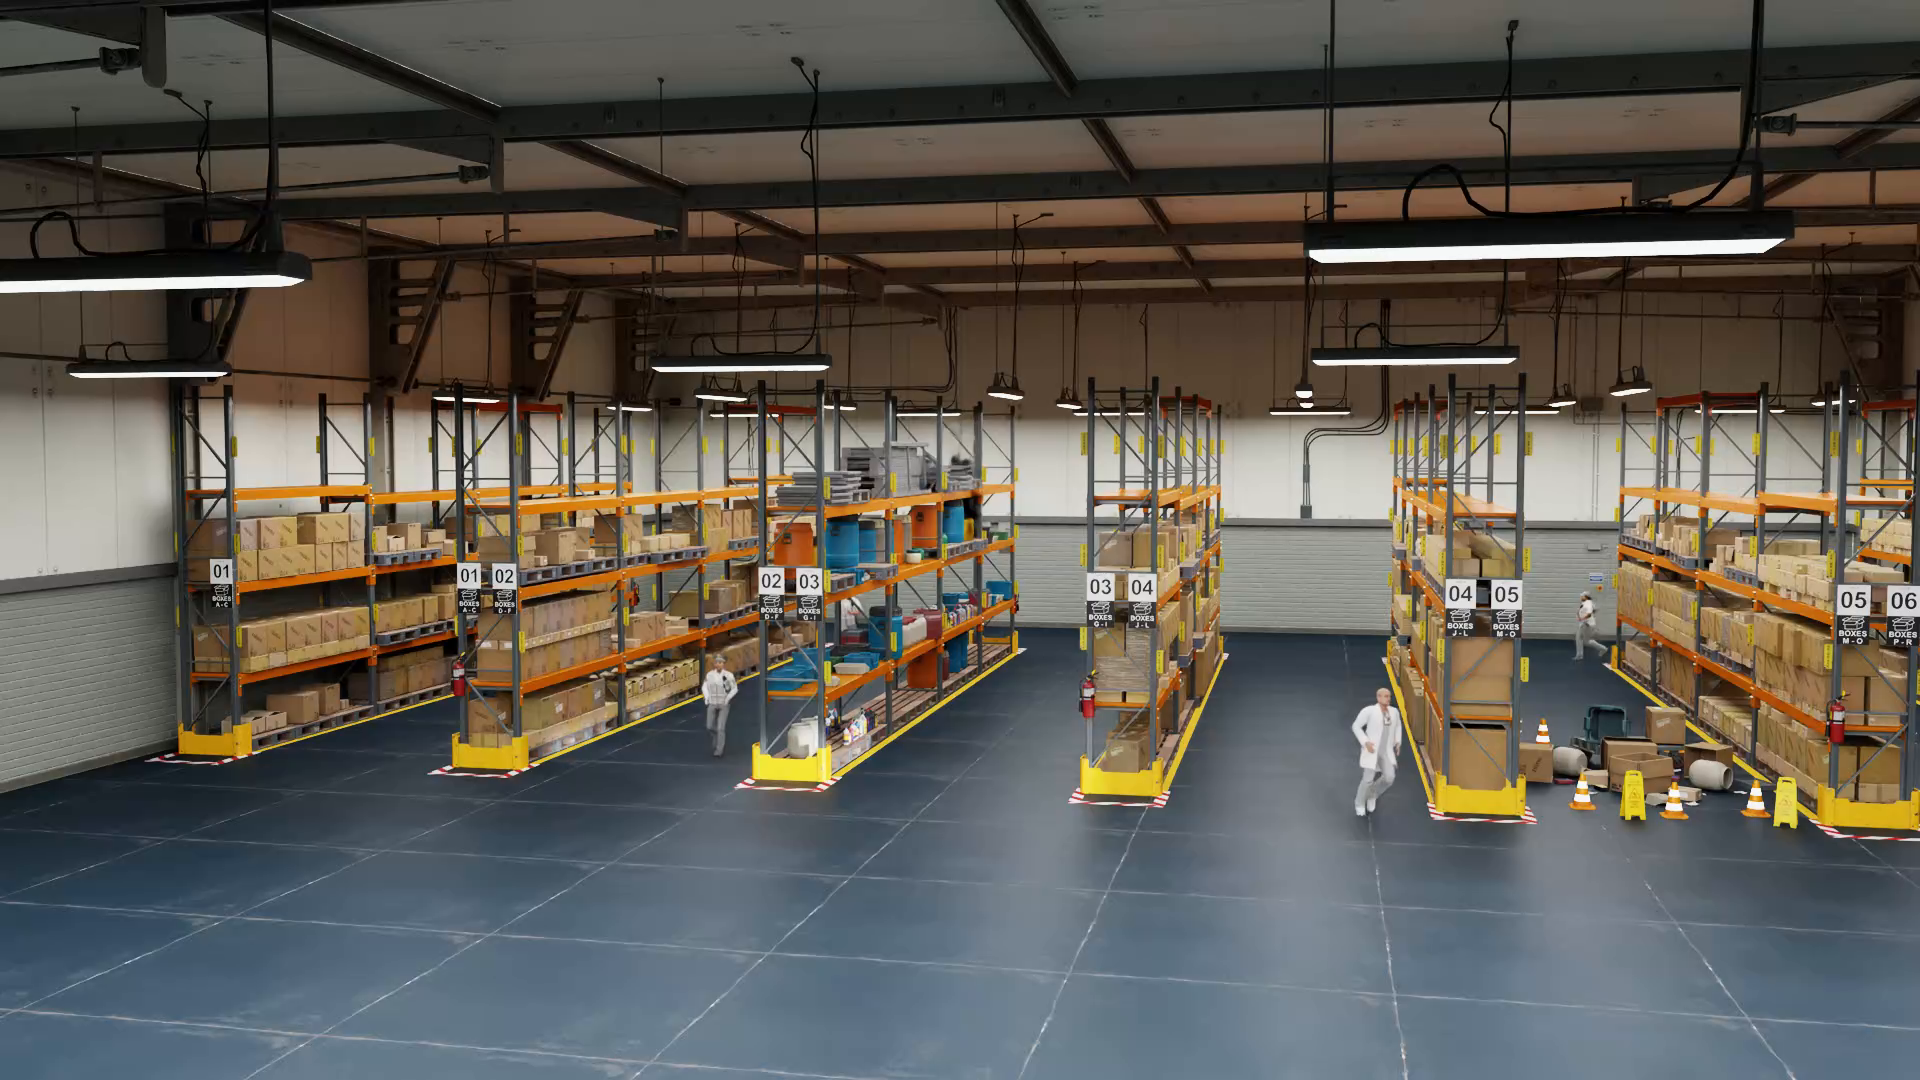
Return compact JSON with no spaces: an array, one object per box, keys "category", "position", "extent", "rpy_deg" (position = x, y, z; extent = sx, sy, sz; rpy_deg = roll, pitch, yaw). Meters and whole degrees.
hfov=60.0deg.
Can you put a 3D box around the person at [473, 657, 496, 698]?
[{"category":"person","position":[-8.375,2.525,29.507],"extent":[0.530,1.607,0.820],"rpy_deg":[0,3,8]}]

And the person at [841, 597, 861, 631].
[{"category":"person","position":[-2.574,1.967,38.378],"extent":[0.634,1.836,0.893],"rpy_deg":[0,3,3]}]

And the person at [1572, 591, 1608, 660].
[{"category":"person","position":[14.764,2.030,38.970],"extent":[0.812,1.677,0.636],"rpy_deg":[1,3,17]}]

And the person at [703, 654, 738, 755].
[{"category":"person","position":[-3.912,2.662,27.011],"extent":[0.599,1.652,0.539],"rpy_deg":[0,3,5]}]

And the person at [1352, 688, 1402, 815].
[{"category":"person","position":[5.716,2.879,22.610],"extent":[0.775,1.720,0.582],"rpy_deg":[-1,3,-10]}]
